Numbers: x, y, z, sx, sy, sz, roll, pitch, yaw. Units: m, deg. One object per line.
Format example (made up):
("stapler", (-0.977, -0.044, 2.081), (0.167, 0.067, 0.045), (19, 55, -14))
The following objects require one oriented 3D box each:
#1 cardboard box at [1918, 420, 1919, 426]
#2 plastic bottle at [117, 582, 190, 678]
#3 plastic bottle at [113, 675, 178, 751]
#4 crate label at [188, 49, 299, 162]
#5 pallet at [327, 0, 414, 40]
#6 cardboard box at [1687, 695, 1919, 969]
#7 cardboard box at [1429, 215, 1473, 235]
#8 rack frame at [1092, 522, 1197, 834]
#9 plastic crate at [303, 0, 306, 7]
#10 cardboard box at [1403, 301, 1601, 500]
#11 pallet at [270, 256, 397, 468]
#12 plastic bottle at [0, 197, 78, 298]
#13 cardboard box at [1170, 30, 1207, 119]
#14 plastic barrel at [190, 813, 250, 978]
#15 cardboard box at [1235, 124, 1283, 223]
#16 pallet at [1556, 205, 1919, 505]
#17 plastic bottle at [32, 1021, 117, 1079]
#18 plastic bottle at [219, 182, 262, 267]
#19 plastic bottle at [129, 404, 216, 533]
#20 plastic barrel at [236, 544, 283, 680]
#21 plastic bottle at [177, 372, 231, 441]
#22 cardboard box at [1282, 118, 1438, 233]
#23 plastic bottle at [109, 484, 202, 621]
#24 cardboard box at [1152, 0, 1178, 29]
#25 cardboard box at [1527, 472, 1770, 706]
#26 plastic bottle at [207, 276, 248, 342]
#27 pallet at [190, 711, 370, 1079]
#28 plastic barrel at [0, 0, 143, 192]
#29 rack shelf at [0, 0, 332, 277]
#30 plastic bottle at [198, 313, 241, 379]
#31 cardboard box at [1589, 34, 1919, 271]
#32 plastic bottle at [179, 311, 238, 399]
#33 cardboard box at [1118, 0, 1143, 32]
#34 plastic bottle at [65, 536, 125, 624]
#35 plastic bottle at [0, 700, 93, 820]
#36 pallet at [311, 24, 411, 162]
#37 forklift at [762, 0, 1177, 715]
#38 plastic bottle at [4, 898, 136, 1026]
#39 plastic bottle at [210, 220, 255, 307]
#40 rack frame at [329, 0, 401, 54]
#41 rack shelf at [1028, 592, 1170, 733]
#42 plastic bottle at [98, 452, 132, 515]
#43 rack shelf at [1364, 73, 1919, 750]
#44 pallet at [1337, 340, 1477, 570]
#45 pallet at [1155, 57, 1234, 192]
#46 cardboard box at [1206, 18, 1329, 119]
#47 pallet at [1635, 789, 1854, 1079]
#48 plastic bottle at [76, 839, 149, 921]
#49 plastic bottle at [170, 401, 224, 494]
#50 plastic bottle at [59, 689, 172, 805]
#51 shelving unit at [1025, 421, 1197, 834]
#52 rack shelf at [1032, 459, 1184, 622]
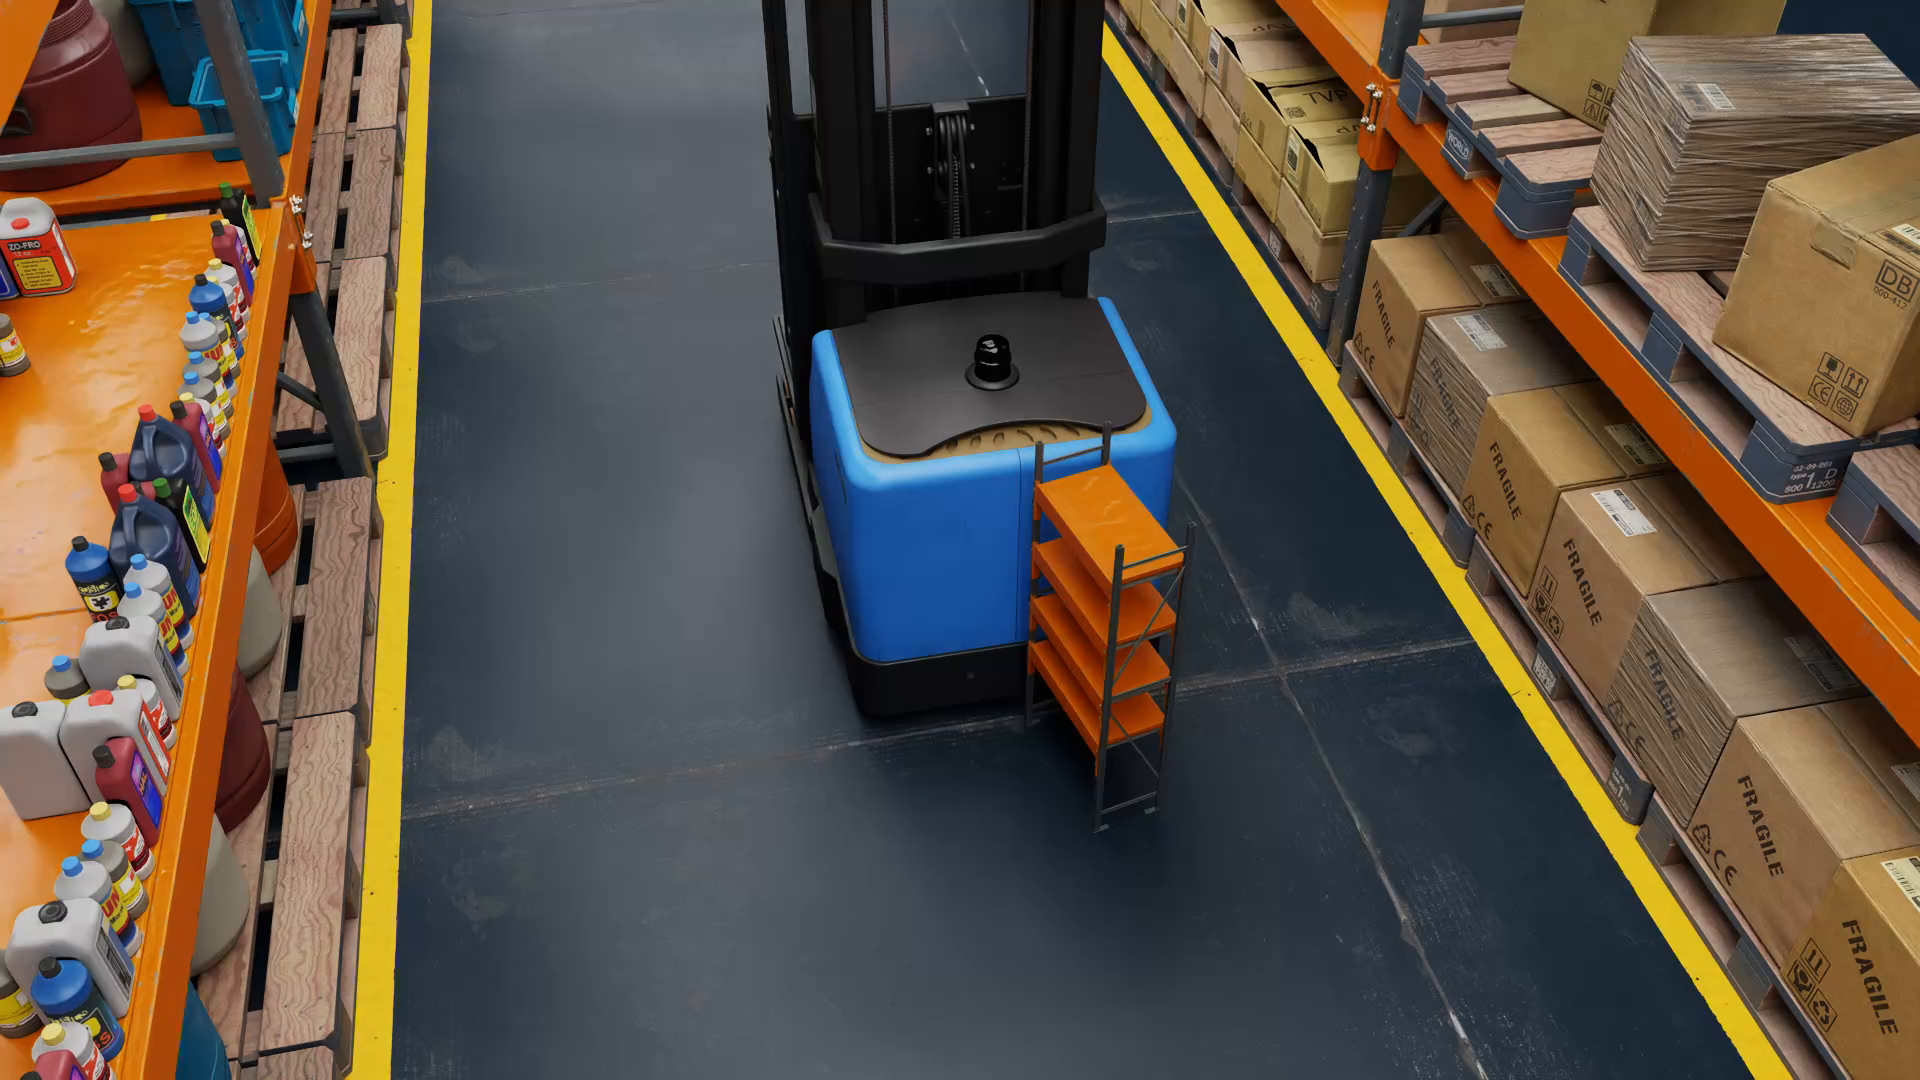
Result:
("cardboard box", (2.842, -0.335, 3.976), (0.700, 0.500, 0.500), (-2, 42, -2))
("plastic bottle", (-1.877, 0.206, 3.855), (0.097, 0.271, 0.097), (0, 42, 0))
("plastic bottle", (-1.827, 0.383, 3.709), (0.097, 0.201, 0.097), (0, 42, 0))
("crate label", (-2.489, -1.514, 5.823), (0.303, 0.233, 0.416), (-8, 42, -9))
("pallet", (-3.732, -3.242, 9.743), (1.003, 0.211, 1.213), (-8, 42, -9))
("cardboard box", (2.452, 0.805, 4.635), (0.500, 0.500, 0.500), (-8, 42, -9))
("cardboard box", (2.247, -1.468, 7.399), (0.500, 0.250, 0.500), (-8, 42, -9))
("rack frame", (0.526, 0.436, 4.855), (0.240, 1.200, 0.015), (-16, 44, -18))
("plastic crate", (-2.814, -2.365, 6.607), (0.402, 0.464, 0.583), (-8, 42, -9))
("cardboard box", (2.011, -0.513, 6.120), (0.500, 0.500, 0.500), (-10, 43, -11))
("pallet", (-2.894, -0.715, 6.897), (1.003, 0.211, 1.213), (-8, 42, -9))
("plastic bottle", (-2.838, -0.899, 5.096), (0.152, 0.276, 0.135), (-8, 42, -9))
("cardboard box", (1.387, -2.385, 8.433), (0.500, 0.250, 0.500), (-8, 42, -8))
("plastic barrel", (-2.189, 0.923, 4.508), (0.421, 0.512, 0.421), (0, 42, 0))
("cardboard box", (1.607, -1.726, 7.690), (0.500, 0.250, 0.500), (-9, 42, -10))
("pallet", (2.497, -0.626, 4.840), (1.003, 0.211, 1.213), (-8, 42, -9))
("plastic bottle", (-1.635, 0.959, 3.059), (0.097, 0.201, 0.097), (0, 42, 0))
("plastic bottle", (-2.260, -1.005, 5.211), (0.061, 0.283, 0.133), (-8, 42, -9))
("plastic bottle", (-2.020, -0.181, 4.231), (0.144, 0.351, 0.185), (-8, 42, -9))
("plastic barrel", (-2.433, 0.191, 5.333), (0.421, 0.512, 0.421), (0, 42, 0))
("plastic bottle", (-2.078, -0.369, 4.556), (0.097, 0.201, 0.097), (0, 42, 0))
("cardboard box", (1.720, -1.600, 7.126), (0.500, 0.311, 0.500), (-7, 42, -8))
("plastic bottle", (-1.951, 0.026, 3.999), (0.144, 0.351, 0.185), (-8, 42, -9))
("cardboard box", (1.271, -2.925, 8.618), (0.500, 0.311, 0.500), (-10, 43, -11))
("cardboard box", (2.232, 0.151, 5.372), (0.500, 0.500, 0.500), (-10, 43, -11))
("plastic bottle", (-2.183, -0.685, 4.912), (0.097, 0.201, 0.097), (0, 42, 0))
("pallet", (-2.294, 1.087, 4.867), (1.003, 0.211, 1.213), (-8, 42, -9))
("plastic barrel", (-3.160, -1.558, 5.644), (0.600, 0.536, 0.708), (-8, 42, -9))
("rack shelf", (-3.196, -2.278, 7.098), (1.077, 0.370, 4.000), (-8, 42, -9))
("plastic bottle", (-2.141, -0.559, 4.769), (0.097, 0.201, 0.097), (0, 42, 0))
("cardboard box", (2.330, -1.140, 4.883), (0.700, 0.500, 0.500), (-1, 42, -1))
("plastic bottle", (-2.120, -0.522, 4.675), (0.097, 0.271, 0.097), (0, 42, 0))
("cardboard box", (1.164, -3.051, 9.182), (0.500, 0.250, 0.500), (-7, 42, -8))
("plastic bottle", (-2.060, 0.101, 3.974), (0.097, 0.271, 0.097), (0, 42, 0))
("plastic bottle", (-1.977, 0.456, 3.570), (0.152, 0.276, 0.135), (-8, 42, -9))
("pallet", (-3.420, -2.297, 8.678), (1.003, 0.211, 1.213), (-8, 42, -9))
("forklift", (-0.131, -1.505, 5.738), (1.130, 2.935, 3.031), (-8, 42, -9))
("plastic bottle", (-1.708, 0.797, 3.186), (0.152, 0.276, 0.135), (-8, 42, -9))
("plastic bottle", (-2.211, -0.856, 5.043), (0.061, 0.283, 0.133), (-8, 42, -9))
("rack frame", (-3.628, -3.843, 8.320), (1.000, 3.000, 0.127), (-8, 42, -9))
("rack shelf", (0.427, 0.338, 5.066), (0.258, 0.148, 0.480), (-16, 44, -18))
("plastic bottle", (-2.115, -0.124, 4.218), (0.061, 0.283, 0.133), (-8, 42, -9))
("rack shelf", (2.505, -0.392, 4.974), (1.077, 0.370, 4.000), (-8, 42, -9))
("pallet", (2.197, -0.425, 6.570), (1.003, 0.211, 1.213), (-8, 42, -9))
("pallet", (1.674, -2.243, 8.618), (1.003, 0.211, 1.213), (-8, 42, -9))
("cardboard box", (1.495, -2.264, 7.873), (0.500, 0.311, 0.500), (-9, 42, -10))
("pallet", (2.724, 1.156, 4.788), (1.003, 0.211, 1.213), (-8, 42, -9))
("plastic bottle", (-1.727, 0.683, 3.371), (0.097, 0.201, 0.097), (0, 42, 0))
("plastic bottle", (-2.014, -0.265, 4.376), (0.061, 0.283, 0.133), (-8, 42, -9))
("plastic bottle", (-1.829, 0.434, 3.595), (0.152, 0.276, 0.135), (-8, 42, -9))
("shelving unit", (0.427, 0.288, 5.022), (0.258, 1.200, 0.503), (-16, 44, -18))
("rack shelf", (0.427, -0.006, 4.761), (0.258, 0.148, 0.480), (-16, 44, -18))
